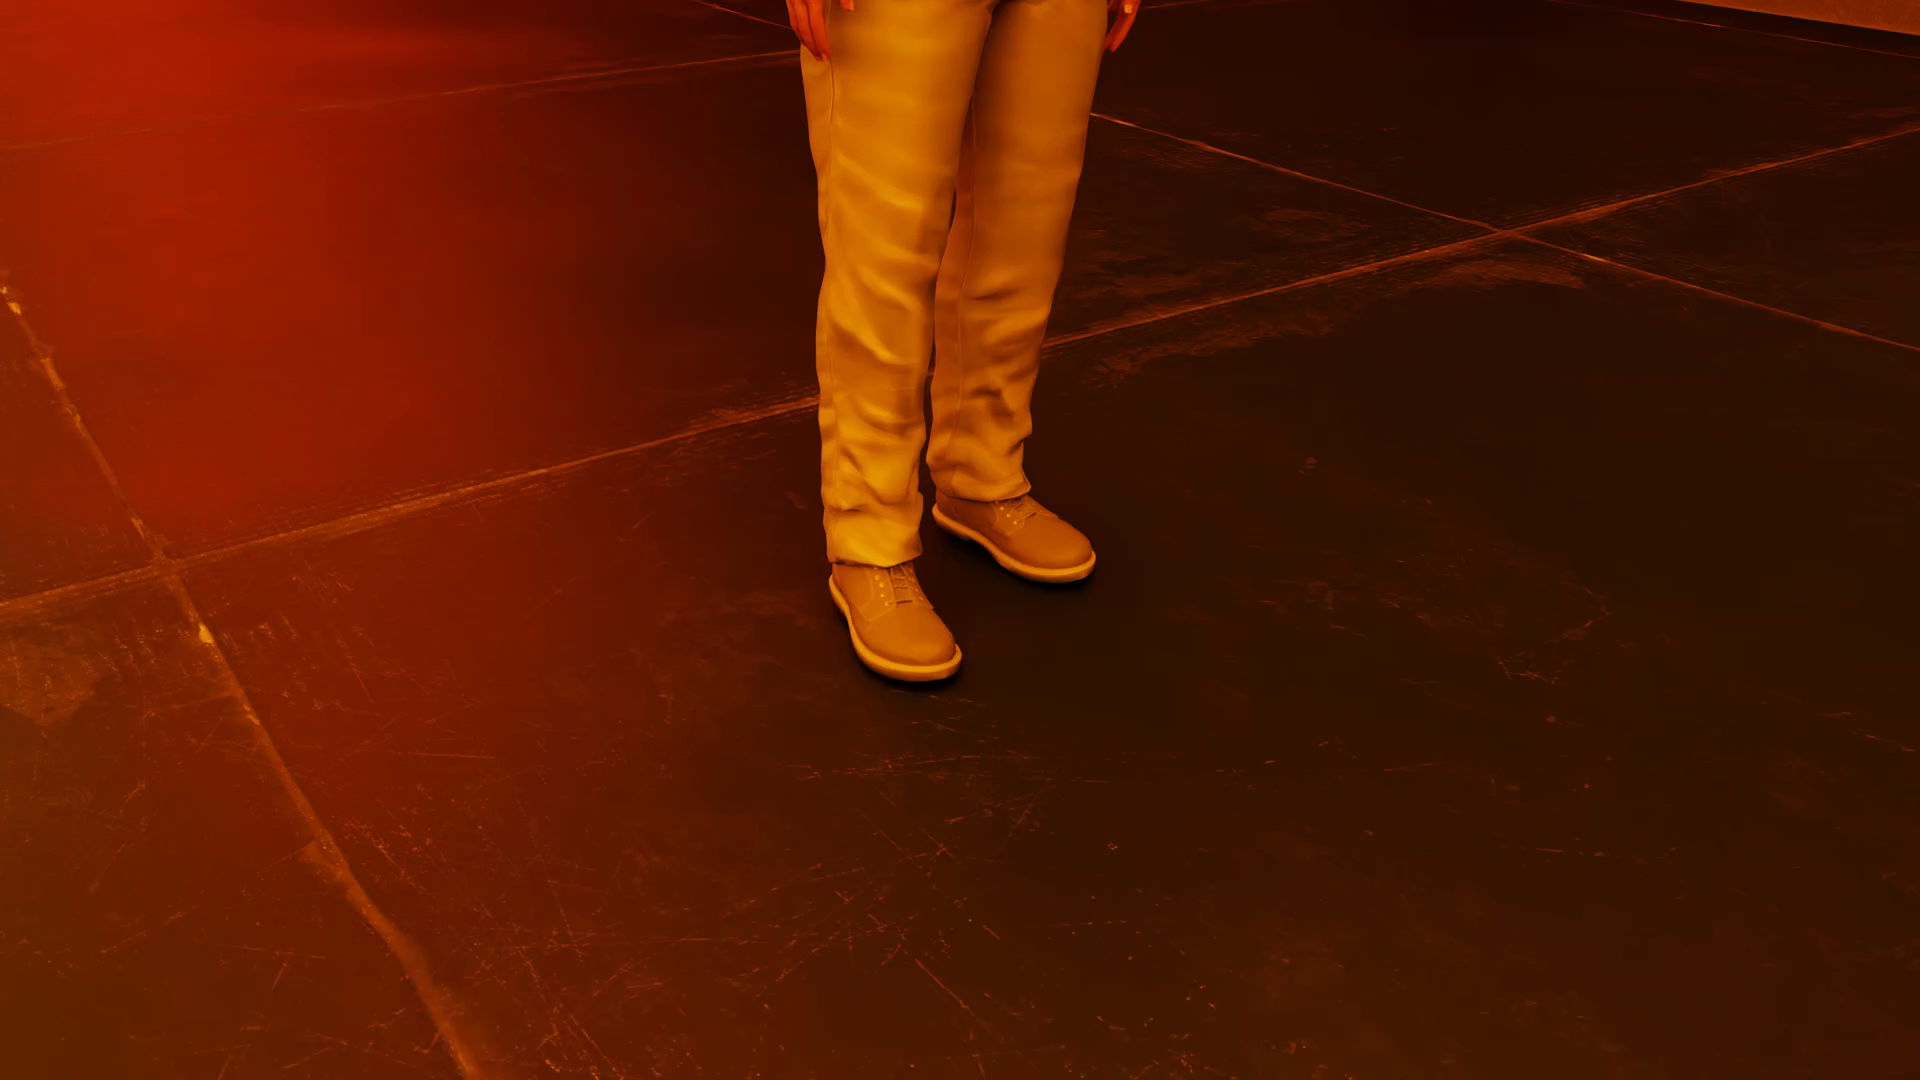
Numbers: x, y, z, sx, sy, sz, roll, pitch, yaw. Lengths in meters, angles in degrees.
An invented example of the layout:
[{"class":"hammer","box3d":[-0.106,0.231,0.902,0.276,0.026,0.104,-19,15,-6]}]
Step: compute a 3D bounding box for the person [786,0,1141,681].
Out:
[{"class":"person","box3d":[0.025,-0.718,2.055,0.598,1.670,0.529,-17,31,-31]}]
